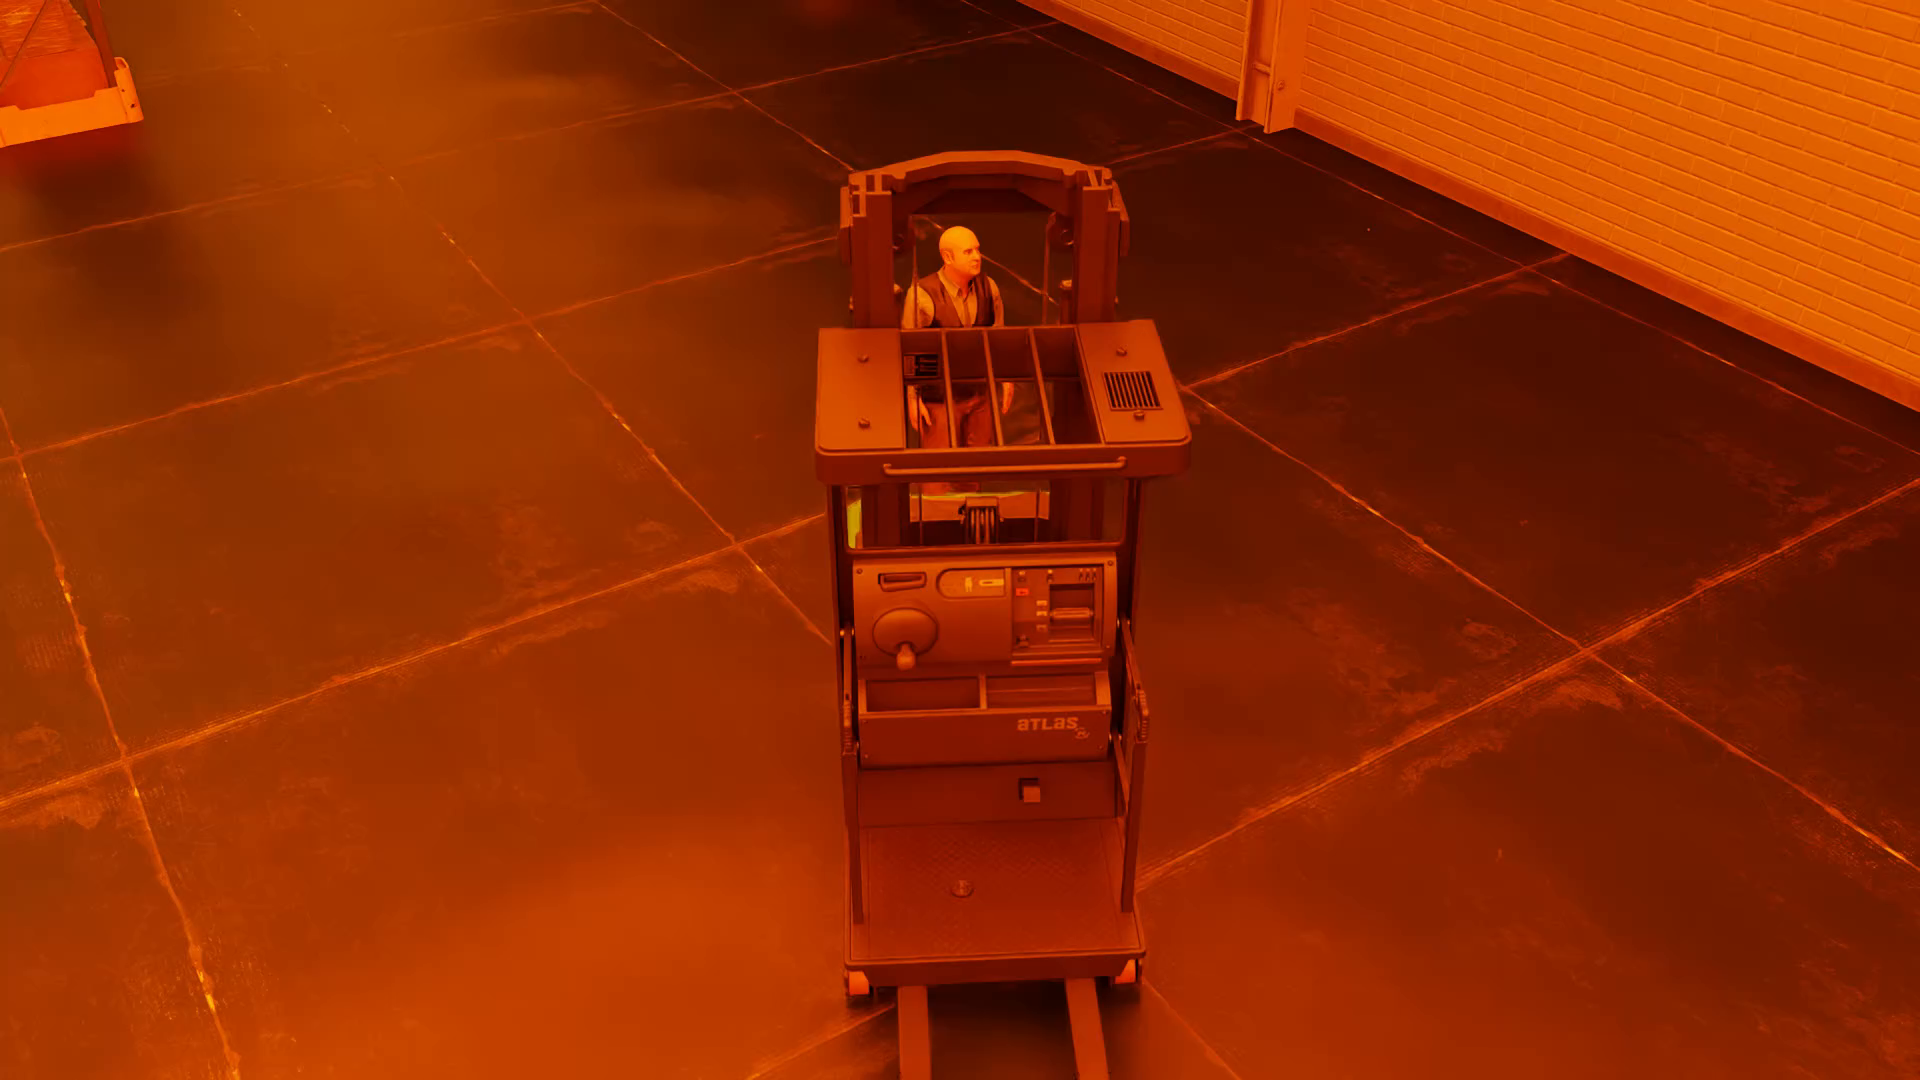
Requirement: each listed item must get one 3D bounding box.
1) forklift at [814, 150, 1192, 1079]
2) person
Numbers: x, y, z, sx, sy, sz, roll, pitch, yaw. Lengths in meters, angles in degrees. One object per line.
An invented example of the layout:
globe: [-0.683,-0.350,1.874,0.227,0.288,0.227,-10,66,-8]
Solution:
forklift: [0.104,0.316,5.697,1.130,2.935,3.031,-2,35,-3]
person: [0.027,-0.678,8.152,0.632,1.720,0.568,-21,40,-27]
